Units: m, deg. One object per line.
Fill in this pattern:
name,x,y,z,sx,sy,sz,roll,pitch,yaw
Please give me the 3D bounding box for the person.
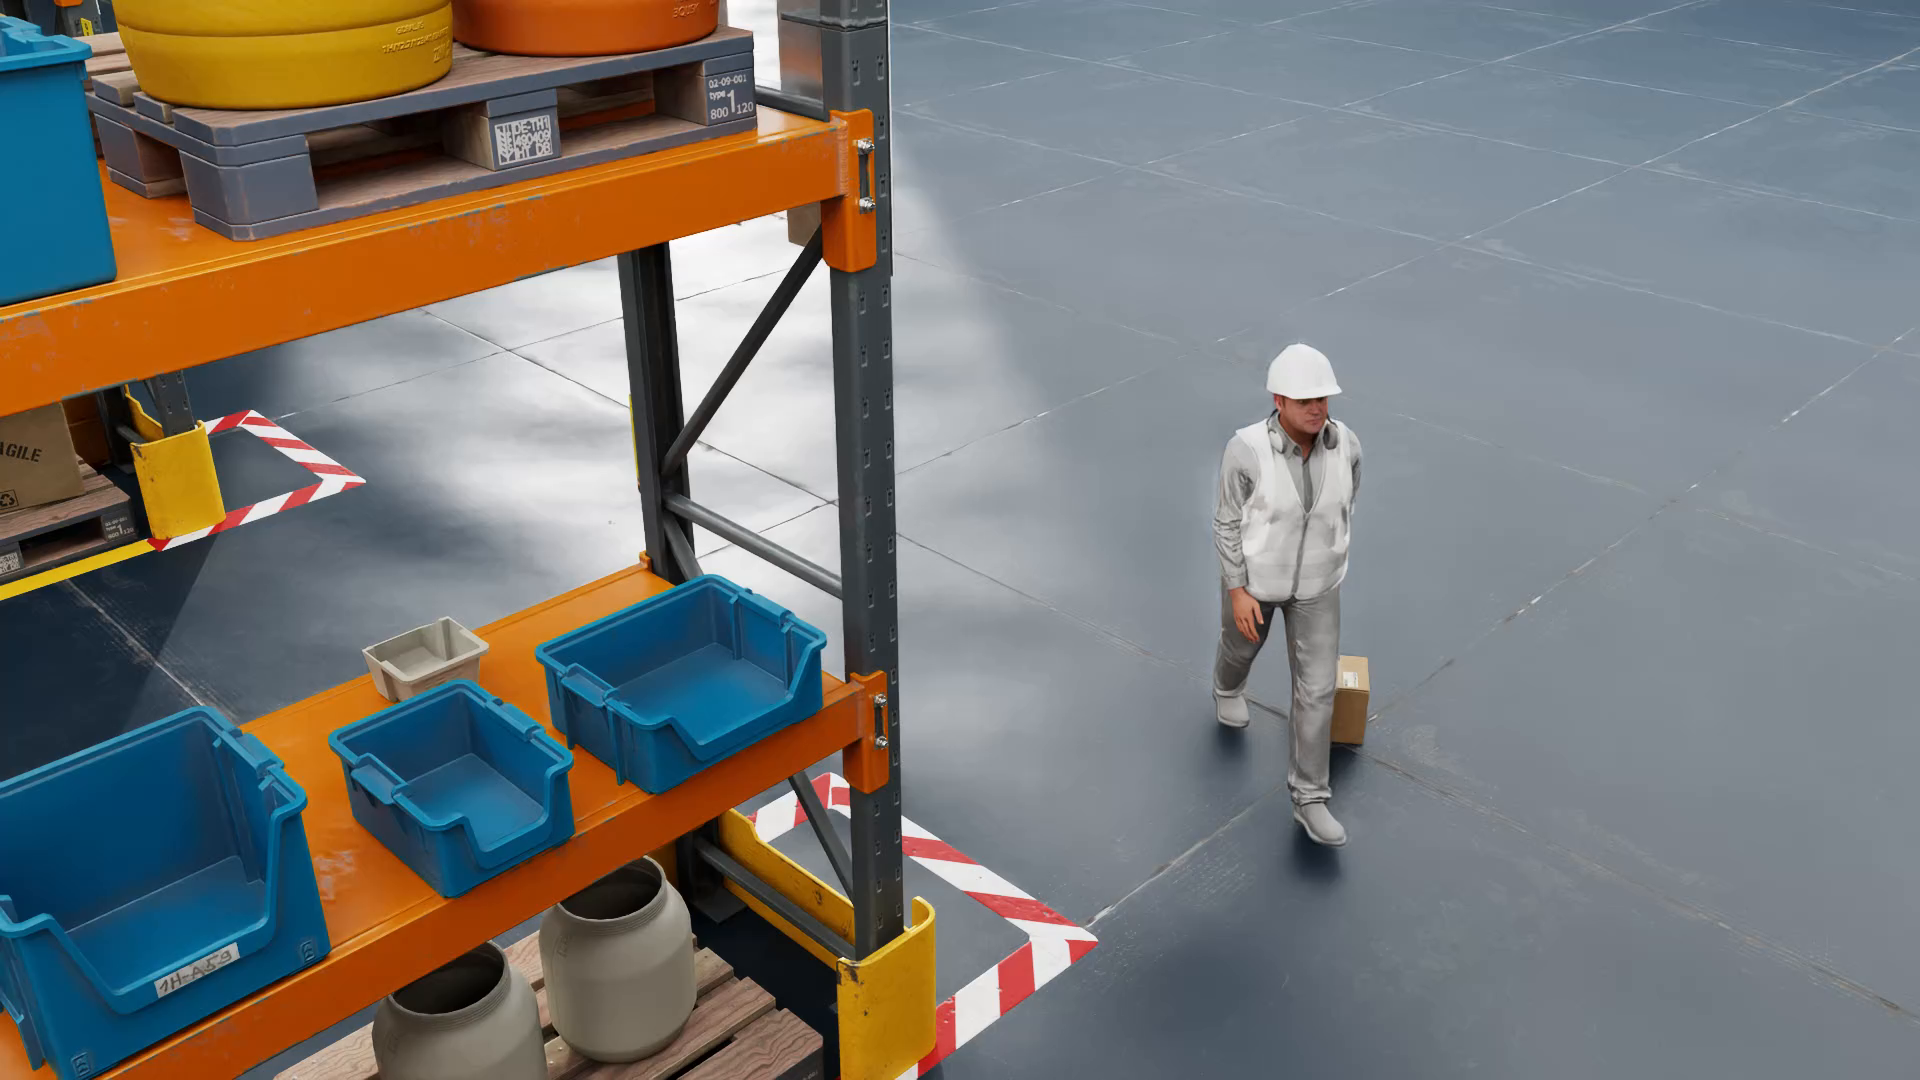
person,1.140,0.126,5.864,0.536,1.717,1.062,-2,28,-3
